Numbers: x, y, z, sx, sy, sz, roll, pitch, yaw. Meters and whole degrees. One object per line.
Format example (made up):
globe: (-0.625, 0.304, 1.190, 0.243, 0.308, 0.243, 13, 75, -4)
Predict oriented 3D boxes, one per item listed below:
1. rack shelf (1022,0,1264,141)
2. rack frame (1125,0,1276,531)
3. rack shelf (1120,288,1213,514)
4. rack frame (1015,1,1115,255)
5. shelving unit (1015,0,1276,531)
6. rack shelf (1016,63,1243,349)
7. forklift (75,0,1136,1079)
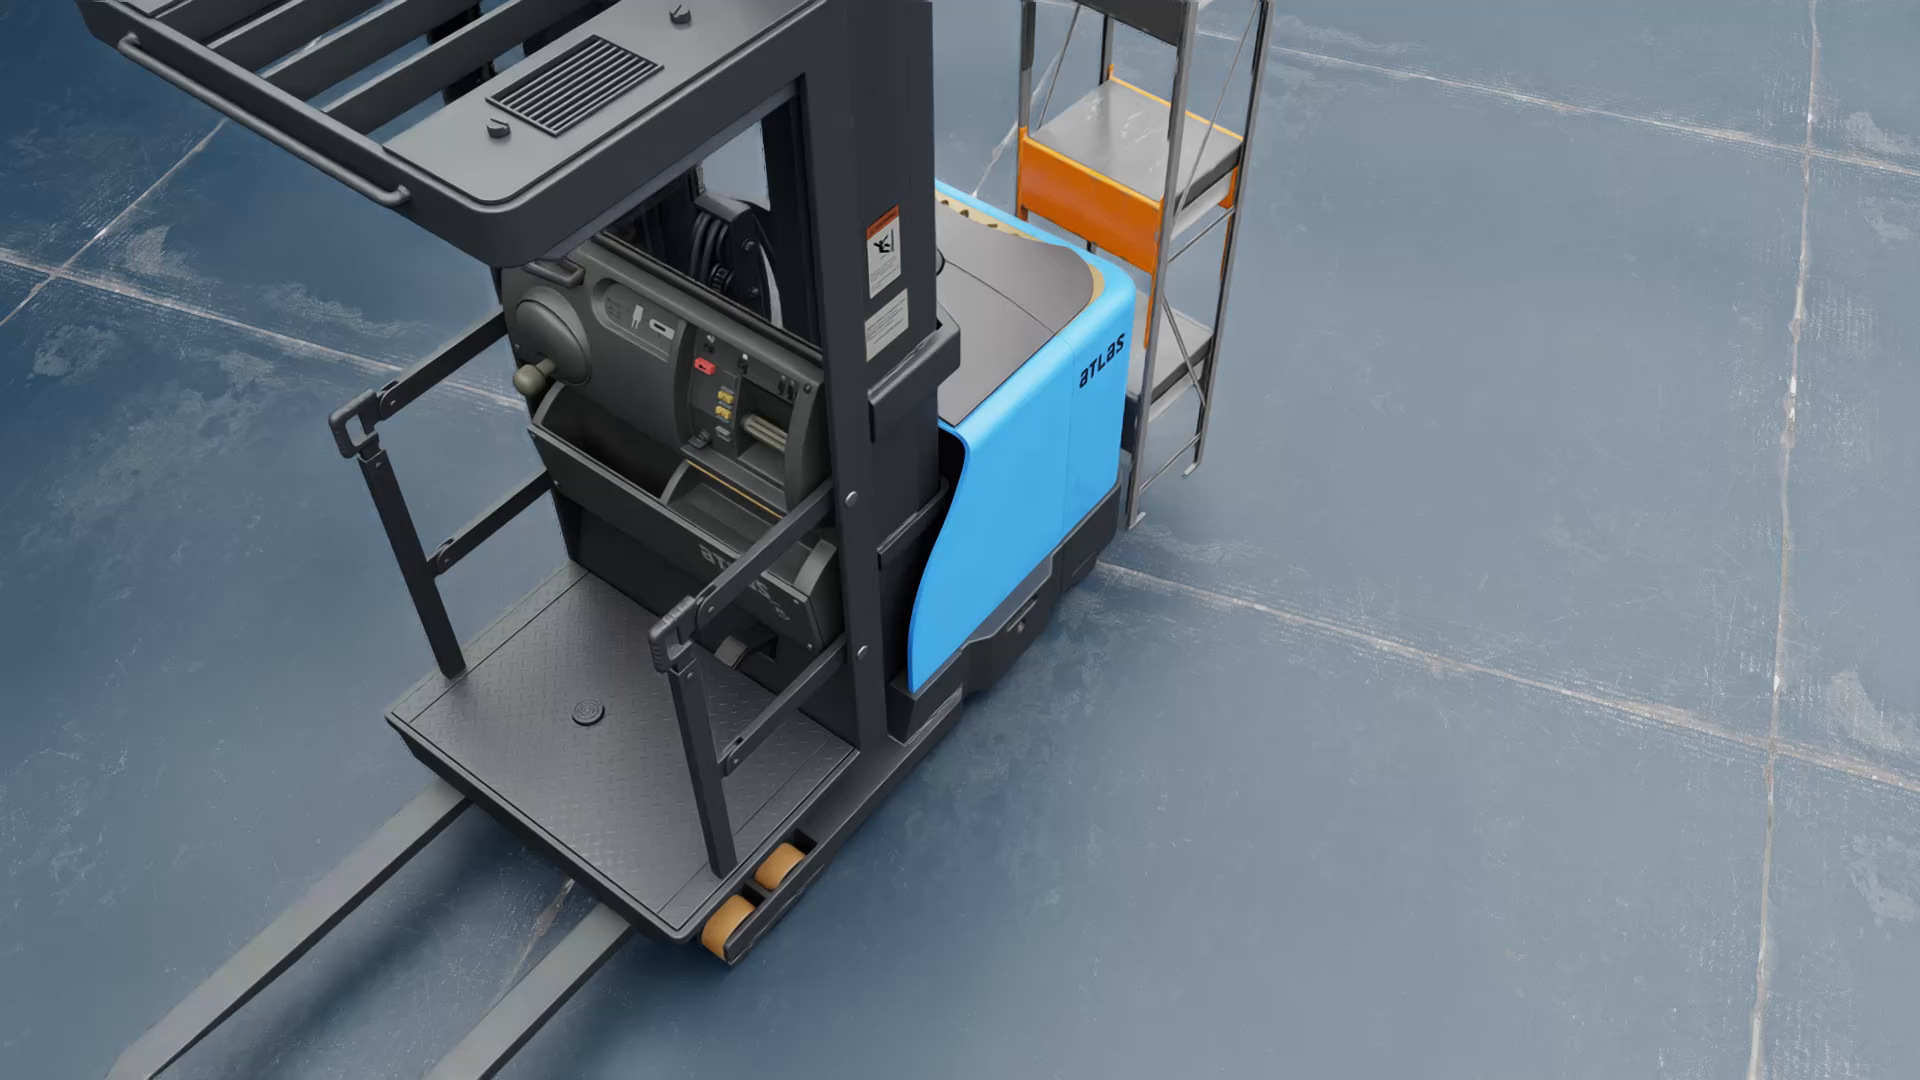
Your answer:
rack shelf: (0.477, -1.403, 4.168, 0.480, 0.518, 0.431, 33, 57, 25)
rack frame: (0.662, -0.833, 4.583, 0.015, 2.100, 0.400, 33, 57, 25)
rack shelf: (0.477, -0.486, 5.226, 0.480, 0.518, 0.431, 33, 57, 25)
rack frame: (0.292, -1.074, 4.791, 0.015, 2.100, 0.400, 33, 57, 25)
shelving unit: (0.477, -0.953, 4.687, 0.503, 2.100, 0.431, 33, 57, 25)
rack shelf: (0.477, -0.945, 4.697, 0.480, 0.518, 0.431, 33, 57, 25)
forklift: (-0.808, -0.306, 3.576, 1.130, 2.935, 3.031, 30, 56, 24)
